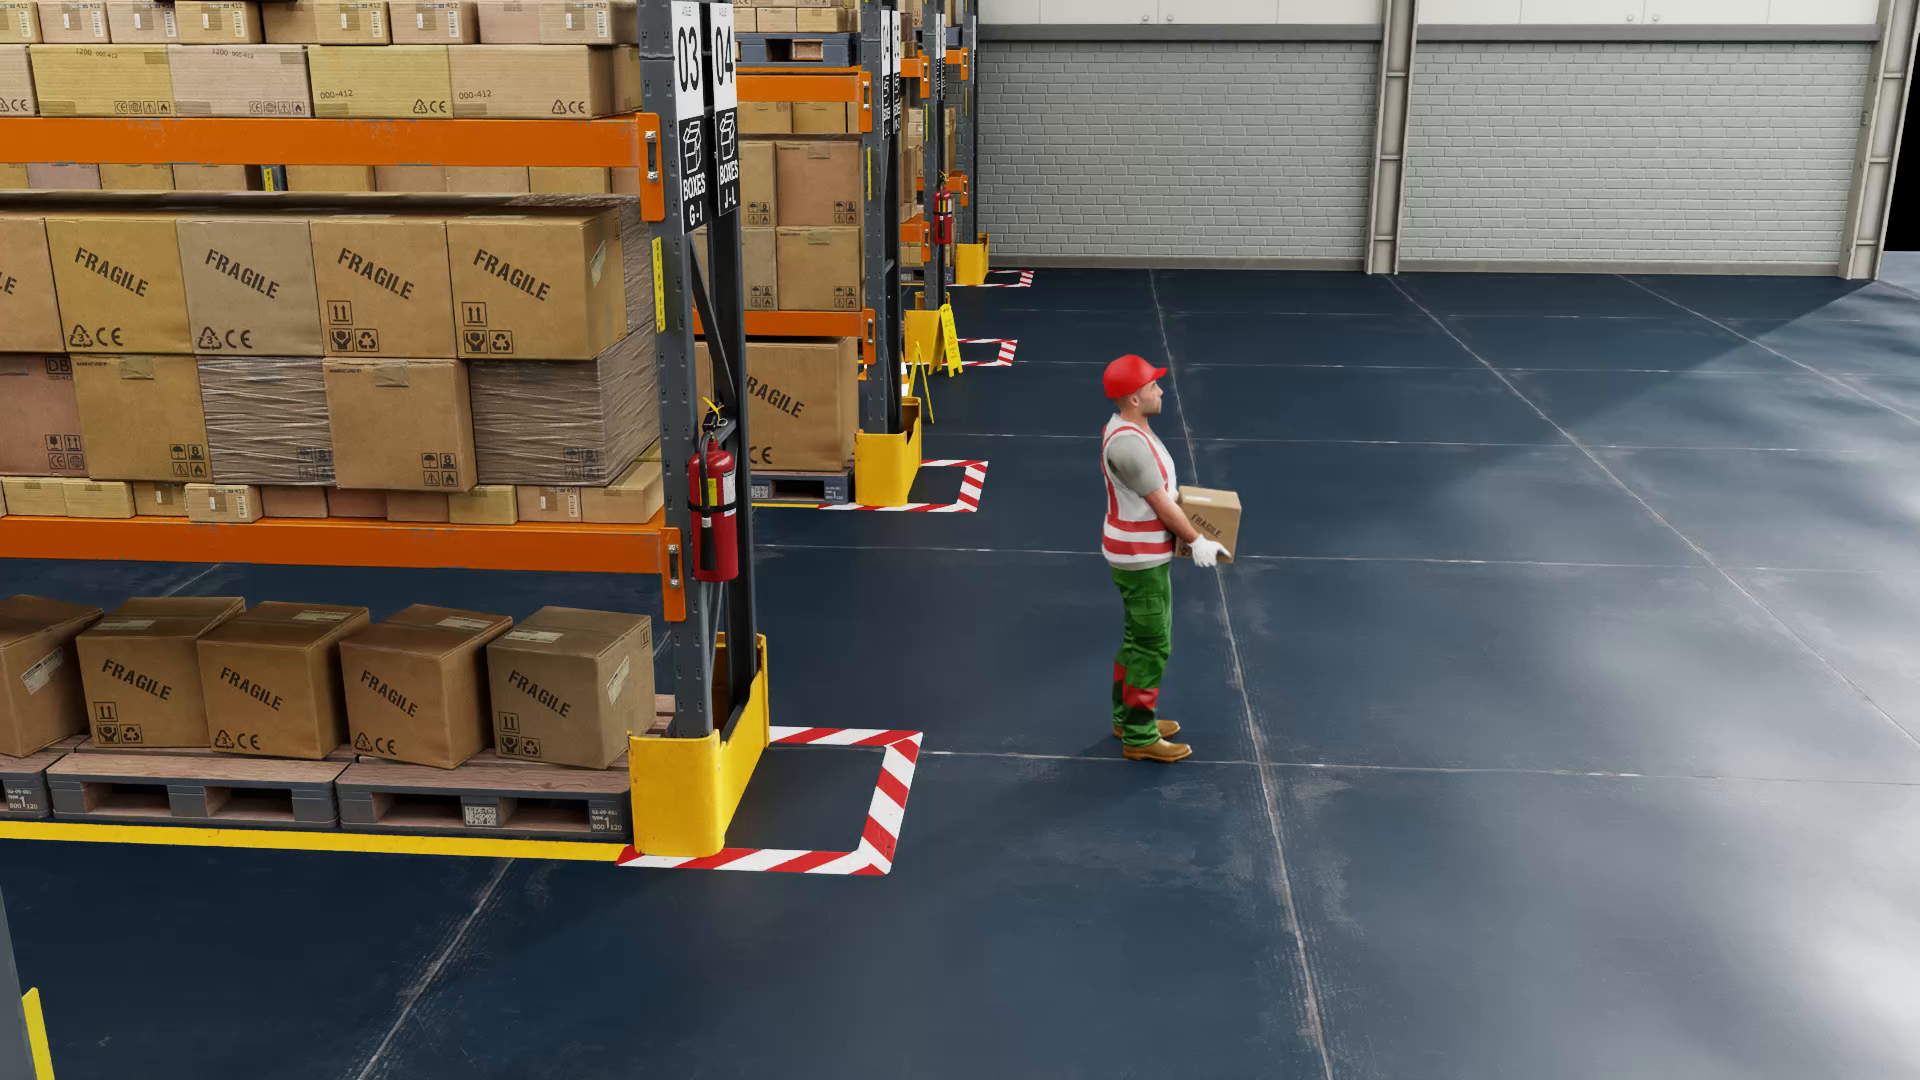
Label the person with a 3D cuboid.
[{"bbox_3d":[0.884,0.079,7.259,0.560,1.787,0.500,1,17,4],"label":"person"}]
